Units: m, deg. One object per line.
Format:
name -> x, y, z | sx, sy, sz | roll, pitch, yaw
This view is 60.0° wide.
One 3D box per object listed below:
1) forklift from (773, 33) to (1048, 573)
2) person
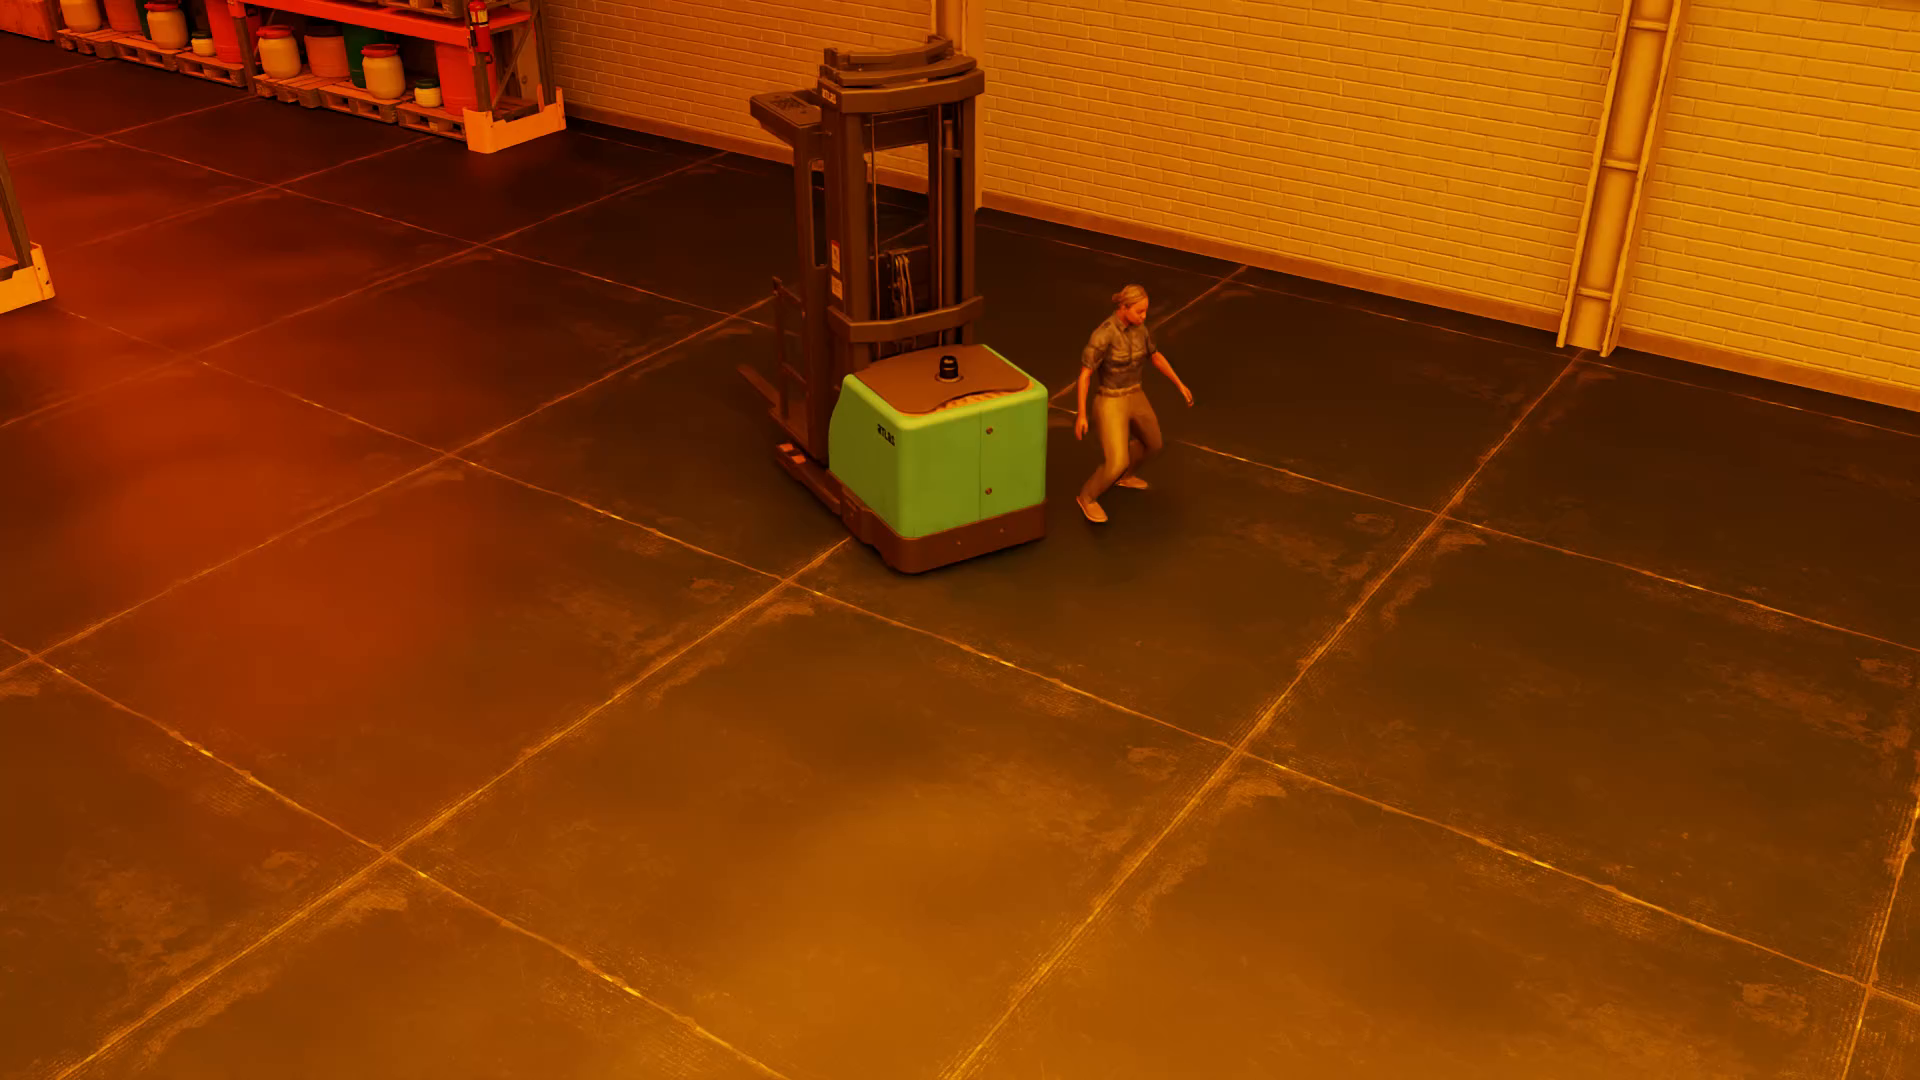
forklift -> -0.614, -1.776, 10.639 | 1.130, 2.935, 3.031 | -16, 34, -25
person -> 1.044, -0.873, 10.508 | 0.865, 1.553, 0.619 | -23, 37, -33
